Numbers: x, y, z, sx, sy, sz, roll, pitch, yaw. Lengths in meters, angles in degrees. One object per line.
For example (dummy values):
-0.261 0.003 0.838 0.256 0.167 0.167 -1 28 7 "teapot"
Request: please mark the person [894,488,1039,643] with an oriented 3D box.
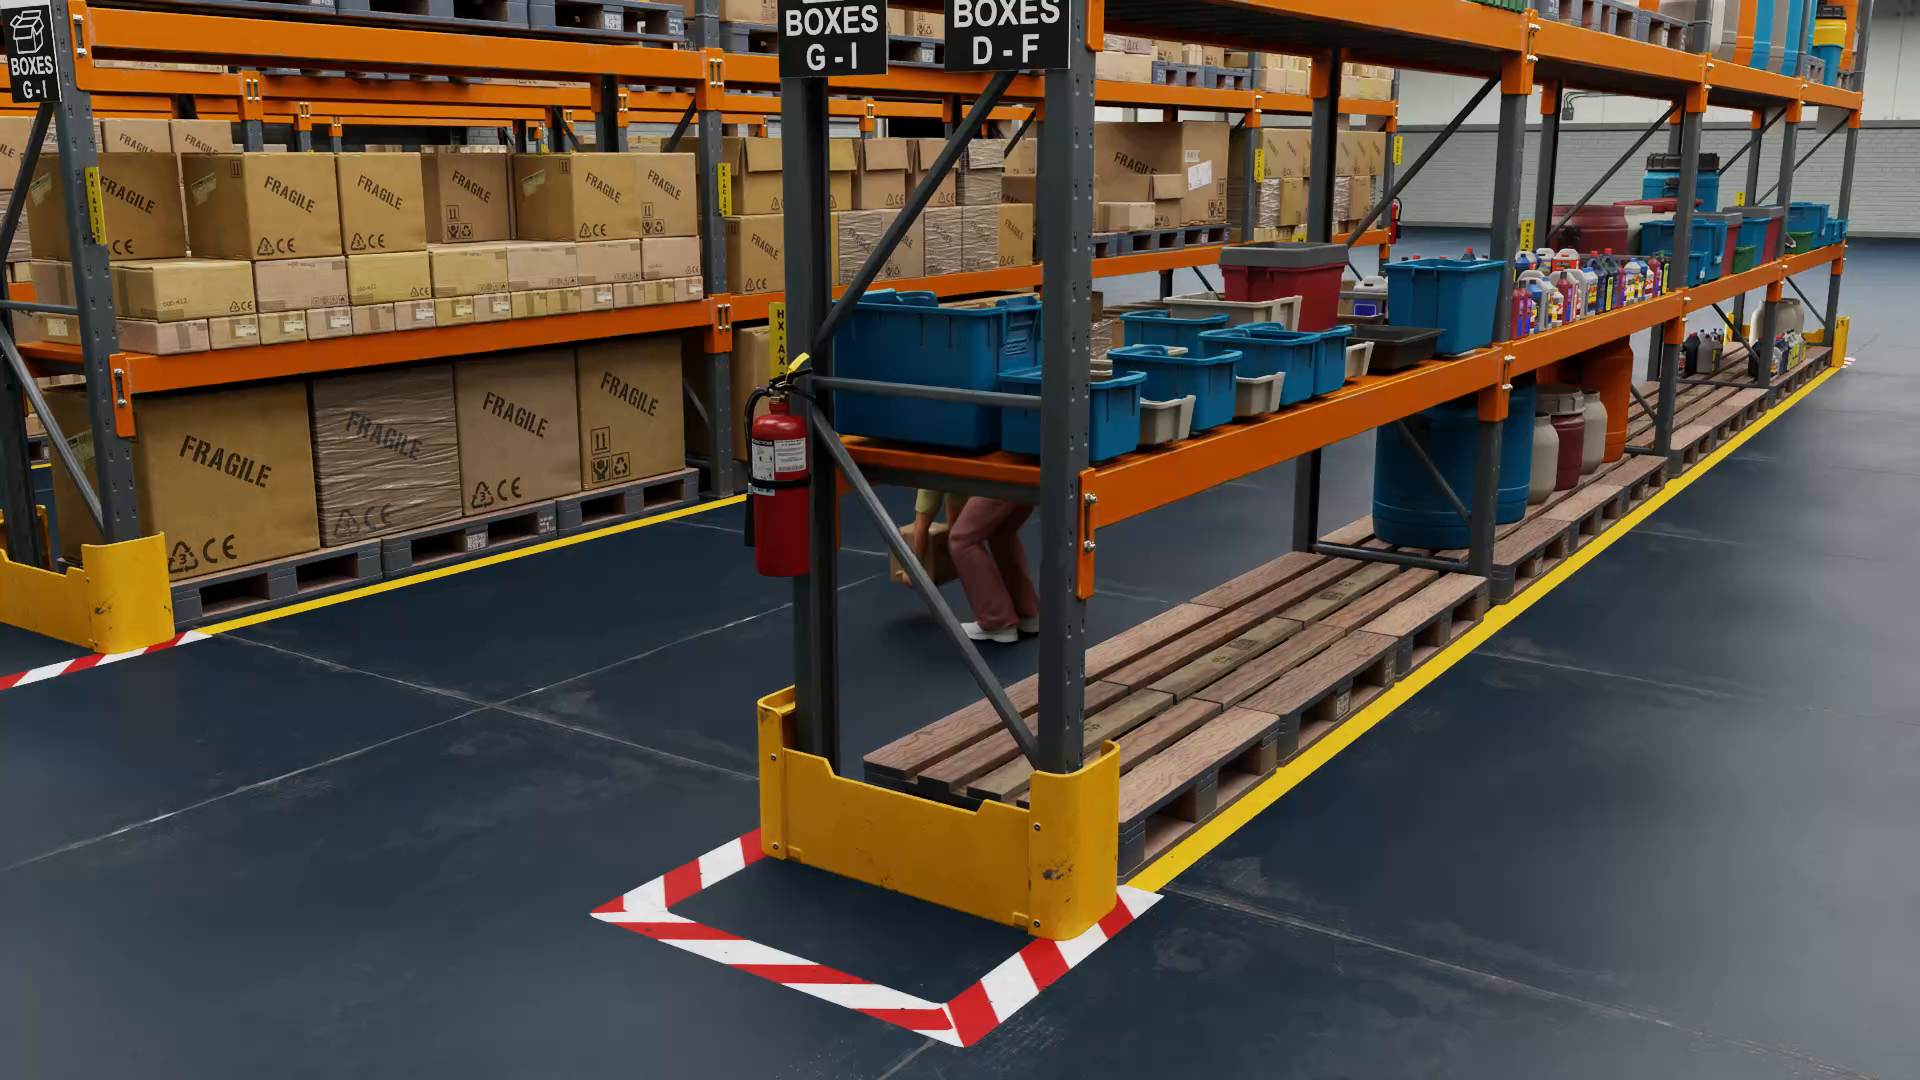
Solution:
0.030 -0.067 7.777 0.866 0.997 0.446 8 15 31 "person"
